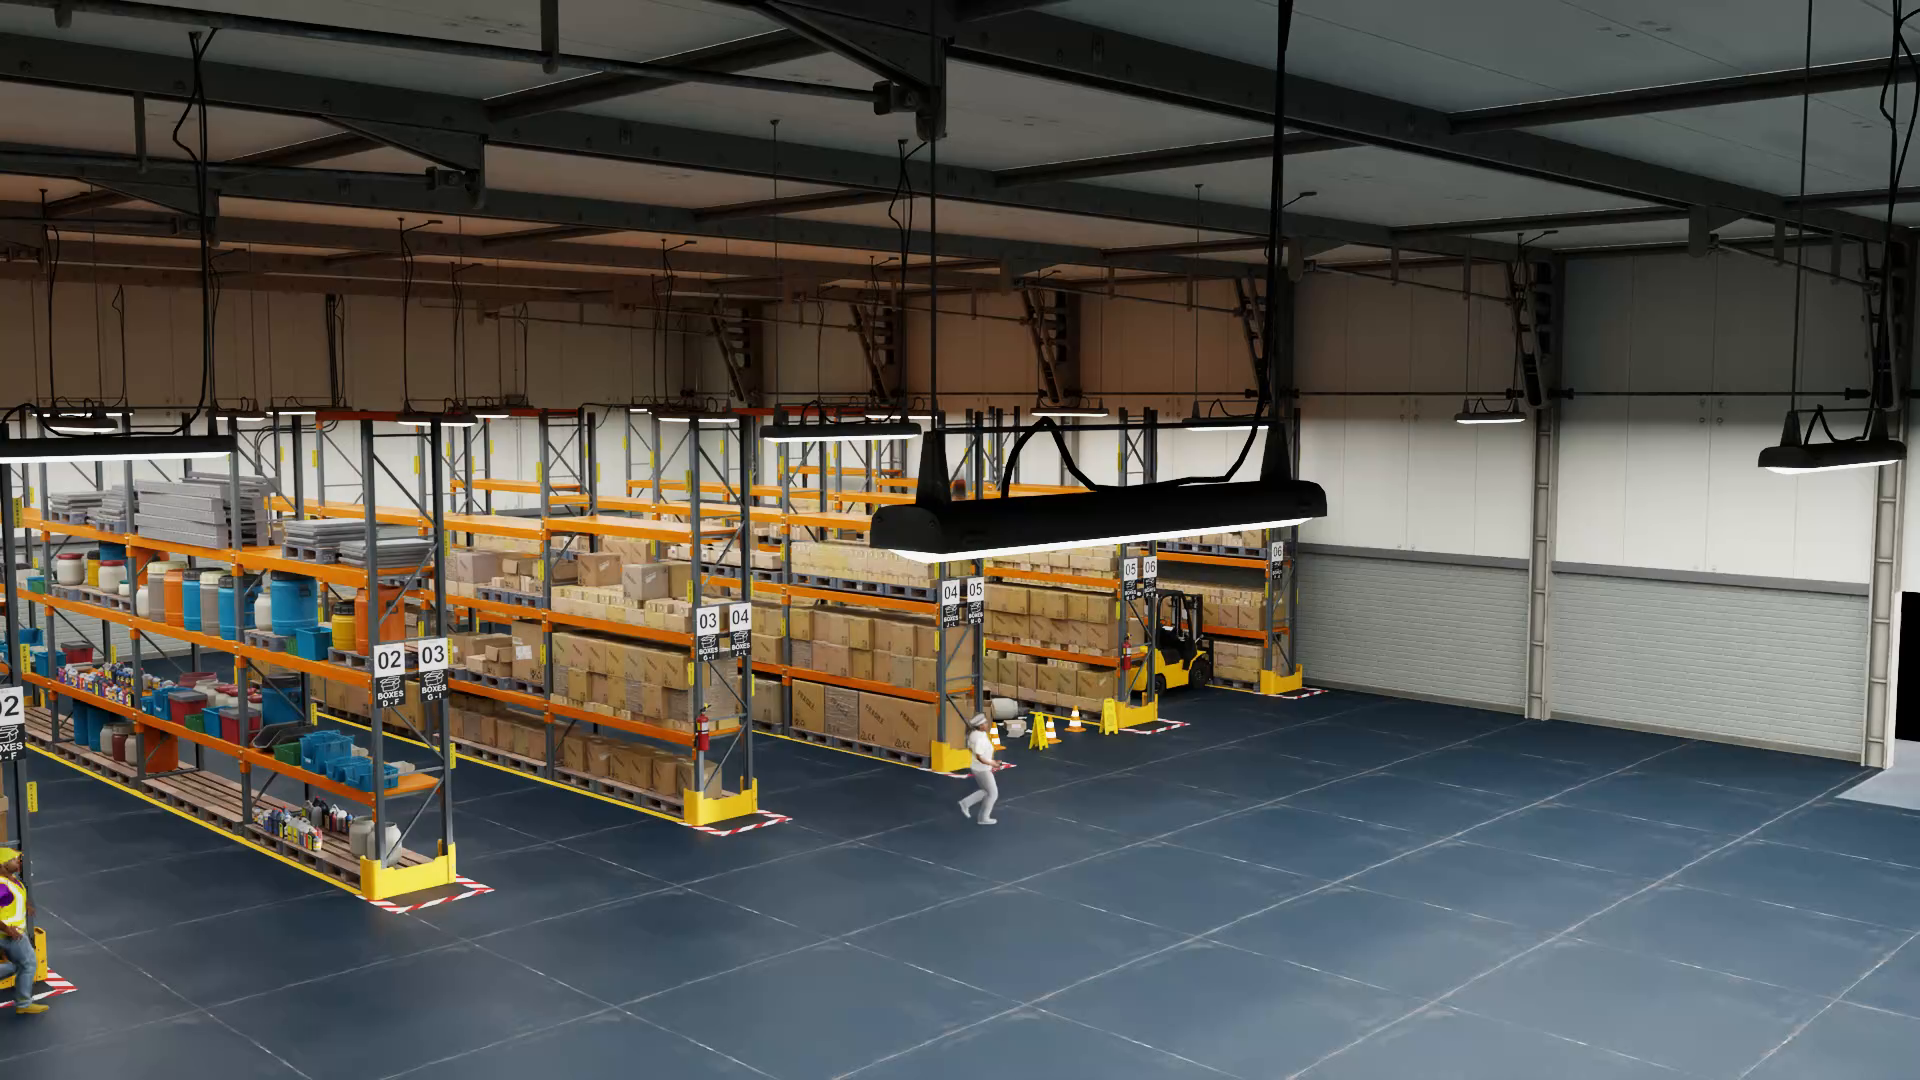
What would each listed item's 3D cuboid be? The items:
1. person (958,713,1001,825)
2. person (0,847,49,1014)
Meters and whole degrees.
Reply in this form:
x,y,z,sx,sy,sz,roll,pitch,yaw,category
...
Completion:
x,y,z,sx,sy,sz,roll,pitch,yaw,category
0.292,3.350,24.341,0.573,1.649,0.573,-1,5,-11,person
-9.689,3.976,16.881,0.702,1.753,0.692,-3,6,-28,person
